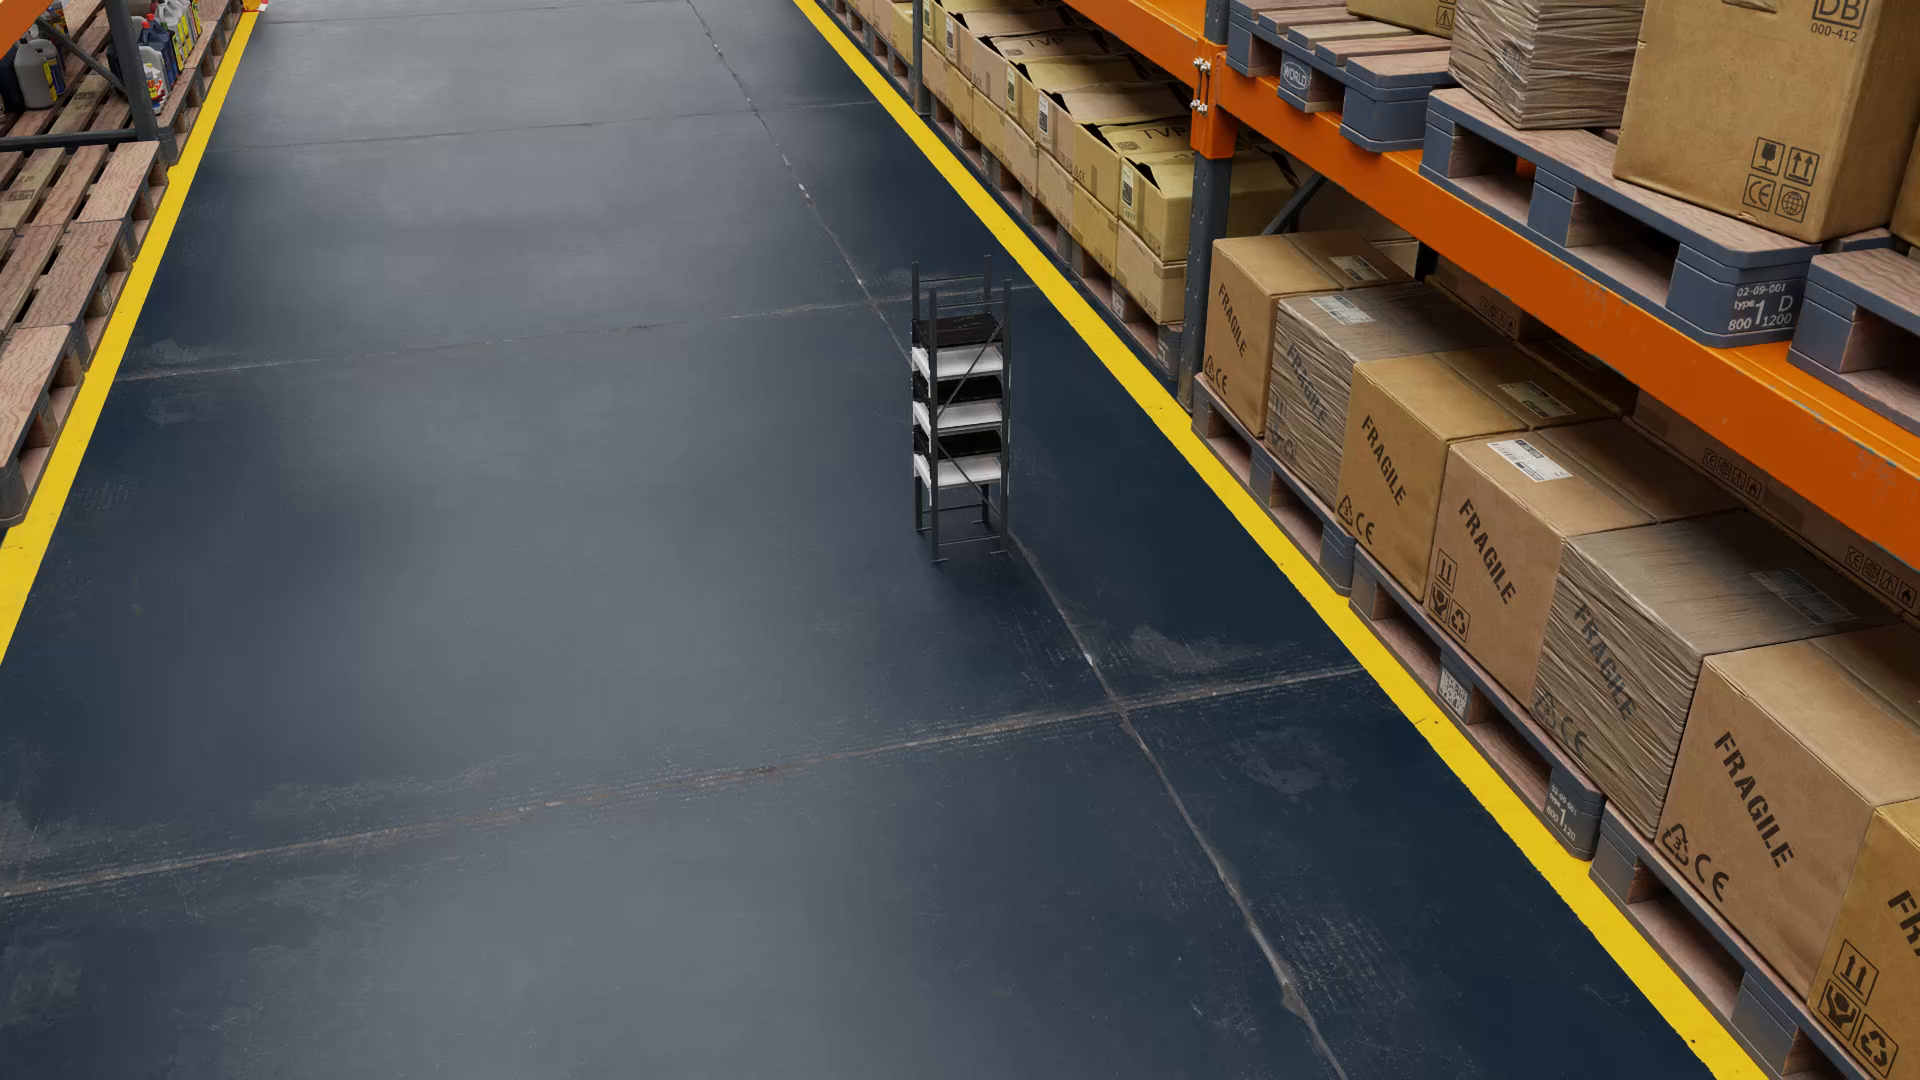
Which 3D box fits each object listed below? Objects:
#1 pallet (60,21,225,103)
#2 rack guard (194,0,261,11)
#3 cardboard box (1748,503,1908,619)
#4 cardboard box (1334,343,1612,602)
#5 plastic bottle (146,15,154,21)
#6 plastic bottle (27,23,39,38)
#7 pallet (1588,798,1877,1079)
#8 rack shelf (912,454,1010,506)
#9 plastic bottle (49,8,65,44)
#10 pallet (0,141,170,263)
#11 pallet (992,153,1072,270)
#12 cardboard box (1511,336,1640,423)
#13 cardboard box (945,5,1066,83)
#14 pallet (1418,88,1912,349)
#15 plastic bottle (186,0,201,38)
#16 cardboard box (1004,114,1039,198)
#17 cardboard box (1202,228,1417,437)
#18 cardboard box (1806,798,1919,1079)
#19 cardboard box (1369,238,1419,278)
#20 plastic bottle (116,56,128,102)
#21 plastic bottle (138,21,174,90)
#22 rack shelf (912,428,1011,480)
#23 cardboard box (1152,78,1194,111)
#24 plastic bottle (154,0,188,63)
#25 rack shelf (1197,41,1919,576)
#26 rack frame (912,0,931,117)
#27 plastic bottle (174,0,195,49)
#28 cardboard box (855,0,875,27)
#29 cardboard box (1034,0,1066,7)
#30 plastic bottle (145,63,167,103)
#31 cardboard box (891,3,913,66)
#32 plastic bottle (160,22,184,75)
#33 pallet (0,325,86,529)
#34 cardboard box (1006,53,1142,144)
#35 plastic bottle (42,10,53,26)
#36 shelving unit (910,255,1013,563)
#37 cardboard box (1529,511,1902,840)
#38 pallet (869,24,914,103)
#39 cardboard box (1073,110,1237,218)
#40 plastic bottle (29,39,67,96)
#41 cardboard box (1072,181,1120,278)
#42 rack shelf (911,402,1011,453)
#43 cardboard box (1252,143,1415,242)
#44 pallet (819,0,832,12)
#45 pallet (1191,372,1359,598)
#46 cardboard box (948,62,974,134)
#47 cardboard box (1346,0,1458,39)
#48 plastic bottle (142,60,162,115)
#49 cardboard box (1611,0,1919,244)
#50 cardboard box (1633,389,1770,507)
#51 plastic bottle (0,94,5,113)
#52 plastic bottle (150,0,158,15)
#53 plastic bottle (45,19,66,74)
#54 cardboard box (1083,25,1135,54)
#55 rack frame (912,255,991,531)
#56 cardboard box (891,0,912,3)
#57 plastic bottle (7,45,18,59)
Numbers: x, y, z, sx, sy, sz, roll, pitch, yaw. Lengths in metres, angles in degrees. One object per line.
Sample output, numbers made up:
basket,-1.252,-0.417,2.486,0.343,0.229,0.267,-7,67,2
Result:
pallet,-5.007,-2.832,9.933,1.003,0.211,1.213,-8,31,-13
rack guard,-5.538,-3.939,11.556,1.175,0.500,0.348,-8,31,-13
cardboard box,2.187,0.215,3.940,0.500,0.500,0.500,-7,31,-13
cardboard box,1.415,-0.200,4.657,0.500,0.500,0.500,-8,31,-14
plastic bottle,-4.731,-2.984,9.764,0.097,0.201,0.097,0,30,0
plastic bottle,-5.167,-2.731,9.254,0.152,0.276,0.135,-7,31,-12
pallet,2.106,0.907,3.472,1.003,0.211,1.213,-8,31,-13
rack shelf,0.002,-0.201,5.125,0.258,0.077,0.200,-8,31,-13
plastic bottle,-5.395,-3.063,9.902,0.097,0.201,0.097,0,30,0
pallet,-4.296,-1.538,7.696,1.003,0.211,1.213,-8,31,-13
pallet,0.796,-1.628,7.852,1.003,0.211,1.213,-8,31,-13
cardboard box,1.908,-0.282,4.799,0.500,0.500,0.500,-9,31,-15
cardboard box,0.232,-2.535,8.401,0.500,0.311,0.500,-8,31,-14
pallet,1.817,-0.822,3.868,1.003,0.211,1.213,-8,31,-13
plastic bottle,-4.645,-3.183,10.027,0.061,0.283,0.133,-7,31,-12
cardboard box,0.512,-1.797,7.686,0.500,0.250,0.500,-7,31,-12
cardboard box,1.142,-0.695,5.512,0.500,0.500,0.500,-7,31,-11
cardboard box,1.951,0.779,2.965,0.500,0.500,0.500,-8,31,-14
cardboard box,1.441,-1.128,6.529,0.500,0.250,0.500,-8,31,-13
plastic bottle,-4.418,-2.484,8.820,0.061,0.283,0.133,-8,31,-13
plastic bottle,-4.356,-2.608,8.967,0.144,0.351,0.185,-7,31,-12
rack shelf,0.002,-0.279,5.080,0.258,0.077,0.200,-8,31,-13
cardboard box,1.160,-1.870,7.251,0.500,0.311,0.500,-9,31,-15
plastic bottle,-4.519,-2.904,9.479,0.144,0.351,0.185,-8,31,-14
rack shelf,1.827,-0.567,3.953,1.077,0.370,4.000,-8,31,-13
rack frame,0.235,-3.776,8.779,1.000,3.000,0.127,-8,31,-13
plastic bottle,-4.616,-3.041,9.790,0.152,0.276,0.135,-9,31,-15
cardboard box,-0.369,-3.445,10.533,0.500,0.250,0.500,-8,31,-13
cardboard box,0.619,-2.853,8.950,0.500,0.311,0.500,-8,31,-13
plastic bottle,-4.258,-2.409,8.771,0.097,0.201,0.097,0,30,0
cardboard box,-0.099,-2.962,9.699,0.500,0.250,0.500,-8,31,-13
plastic bottle,-4.410,-2.755,9.288,0.061,0.283,0.133,-6,31,-11
pallet,-3.648,-0.360,5.660,1.003,0.211,1.213,-8,31,-13
cardboard box,0.514,-2.035,7.538,0.500,0.311,0.500,-7,31,-12
plastic bottle,-5.332,-2.978,9.685,0.097,0.271,0.097,0,30,0
shelving unit,0.002,-0.386,5.018,0.258,0.900,0.210,-8,31,-13
cardboard box,1.695,0.297,3.798,0.500,0.500,0.500,-7,31,-13
pallet,0.064,-2.959,10.151,1.003,0.211,1.213,-8,31,-13
cardboard box,0.776,-1.549,6.697,0.500,0.311,0.500,-8,31,-14
plastic bottle,-4.905,-2.528,8.903,0.152,0.276,0.135,-8,31,-13
cardboard box,0.782,-1.306,6.837,0.500,0.250,0.500,-8,31,-14
rack shelf,0.002,-0.357,5.034,0.258,0.077,0.200,-8,31,-13
cardboard box,1.441,-1.370,6.389,0.500,0.311,0.500,-7,31,-12
pallet,-0.583,-4.137,12.187,1.003,0.211,1.213,-8,31,-13
pallet,1.458,-0.271,5.508,1.003,0.211,1.213,-8,31,-13
cardboard box,0.238,-2.293,8.542,0.500,0.250,0.500,-7,31,-12
cardboard box,1.572,-1.780,4.811,0.700,0.500,0.500,-19,35,-30
plastic bottle,-4.204,-2.341,8.584,0.097,0.271,0.097,0,30,0
cardboard box,1.830,-0.982,3.433,0.700,0.500,0.500,-16,34,-26
cardboard box,2.066,-0.336,4.144,0.500,0.250,0.500,-8,31,-14
plastic bottle,-4.987,-2.322,8.540,0.061,0.283,0.133,-6,31,-11
plastic bottle,-4.755,-3.097,9.879,0.061,0.283,0.133,-8,31,-13
plastic bottle,-5.064,-2.749,9.277,0.061,0.283,0.133,-8,31,-13
cardboard box,0.893,-2.361,8.100,0.500,0.311,0.500,-8,31,-13
rack frame,-0.025,-0.435,5.103,0.240,0.900,0.006,-8,31,-13
cardboard box,-0.220,-3.530,9.931,0.500,0.500,0.500,-8,31,-13
plastic bottle,-5.041,-2.528,8.829,0.144,0.351,0.185,-9,31,-16
